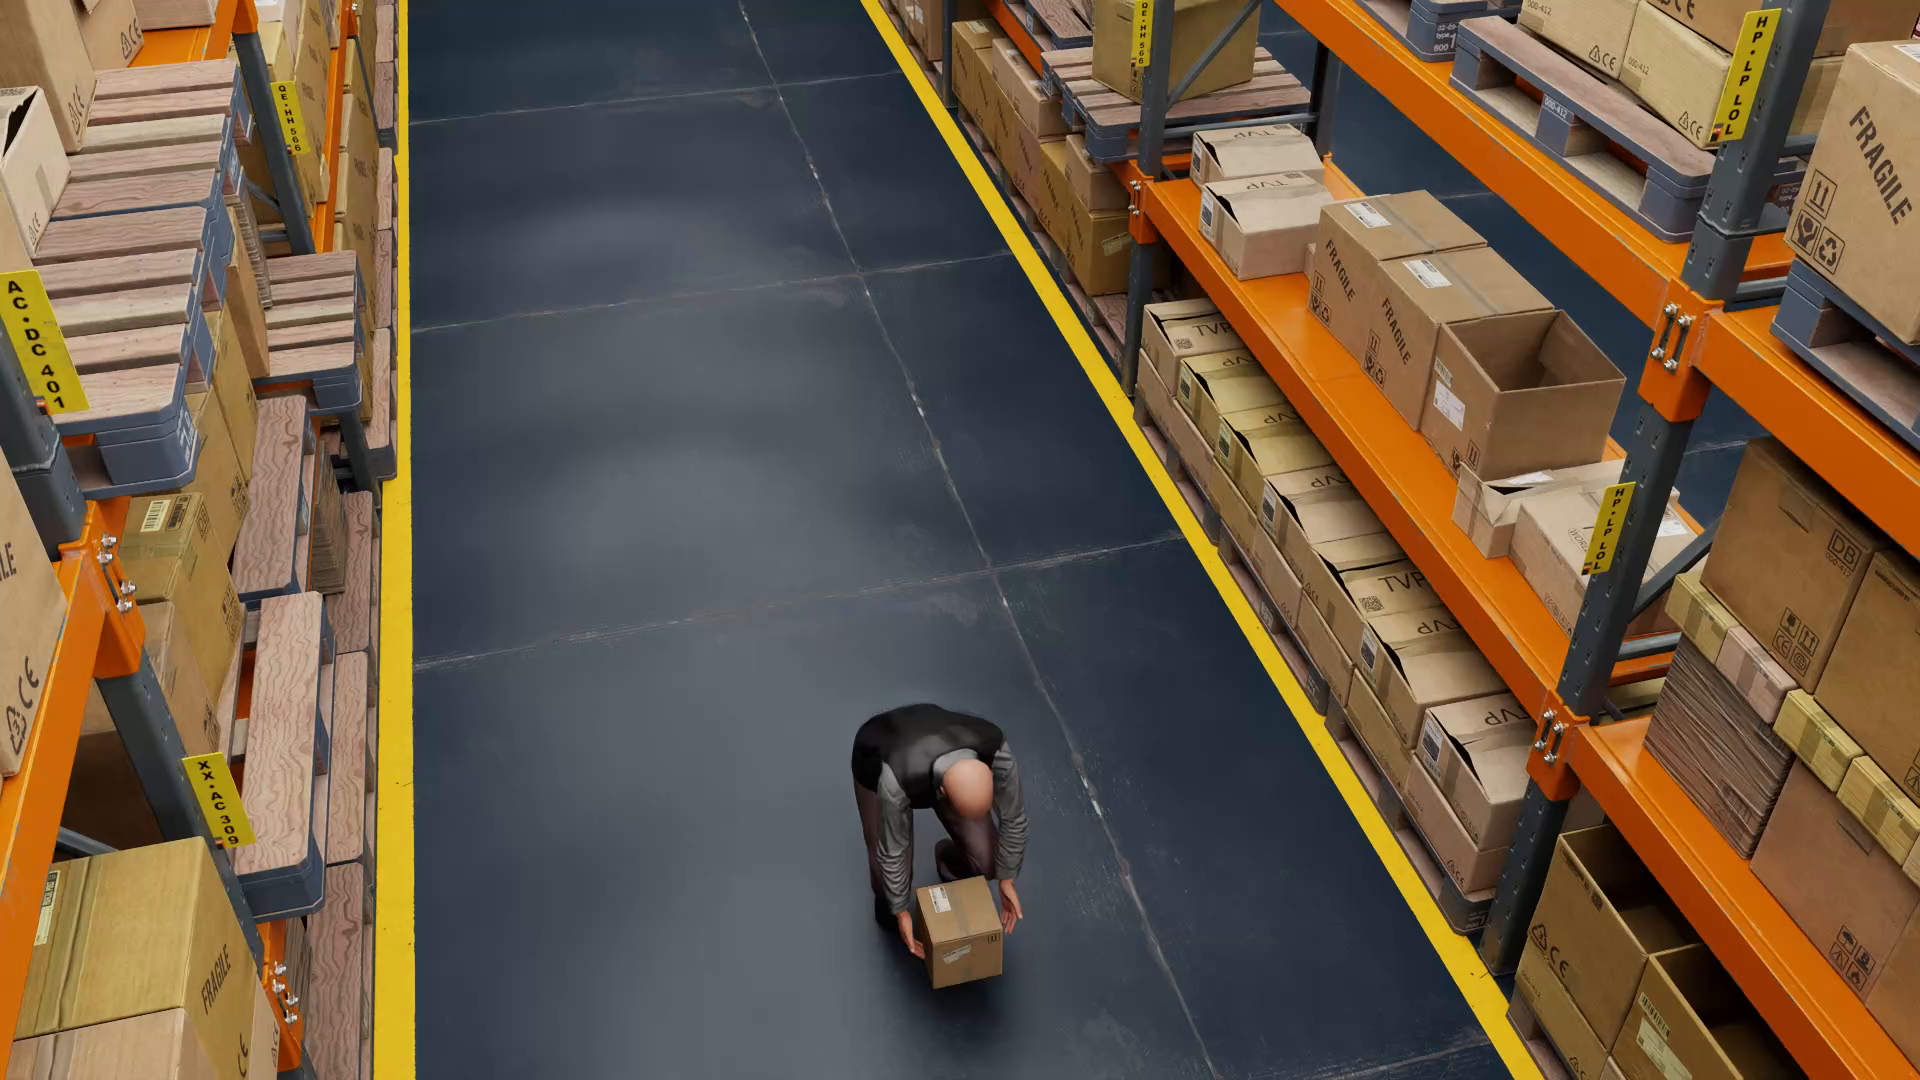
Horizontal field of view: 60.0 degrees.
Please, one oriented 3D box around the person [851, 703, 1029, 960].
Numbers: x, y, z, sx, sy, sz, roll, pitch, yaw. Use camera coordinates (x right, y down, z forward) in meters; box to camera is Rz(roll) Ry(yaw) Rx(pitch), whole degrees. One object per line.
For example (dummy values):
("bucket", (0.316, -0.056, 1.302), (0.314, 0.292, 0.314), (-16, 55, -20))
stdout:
("person", (-0.076, 0.983, 5.997), (0.560, 1.083, 0.827), (-9, 39, -12))
